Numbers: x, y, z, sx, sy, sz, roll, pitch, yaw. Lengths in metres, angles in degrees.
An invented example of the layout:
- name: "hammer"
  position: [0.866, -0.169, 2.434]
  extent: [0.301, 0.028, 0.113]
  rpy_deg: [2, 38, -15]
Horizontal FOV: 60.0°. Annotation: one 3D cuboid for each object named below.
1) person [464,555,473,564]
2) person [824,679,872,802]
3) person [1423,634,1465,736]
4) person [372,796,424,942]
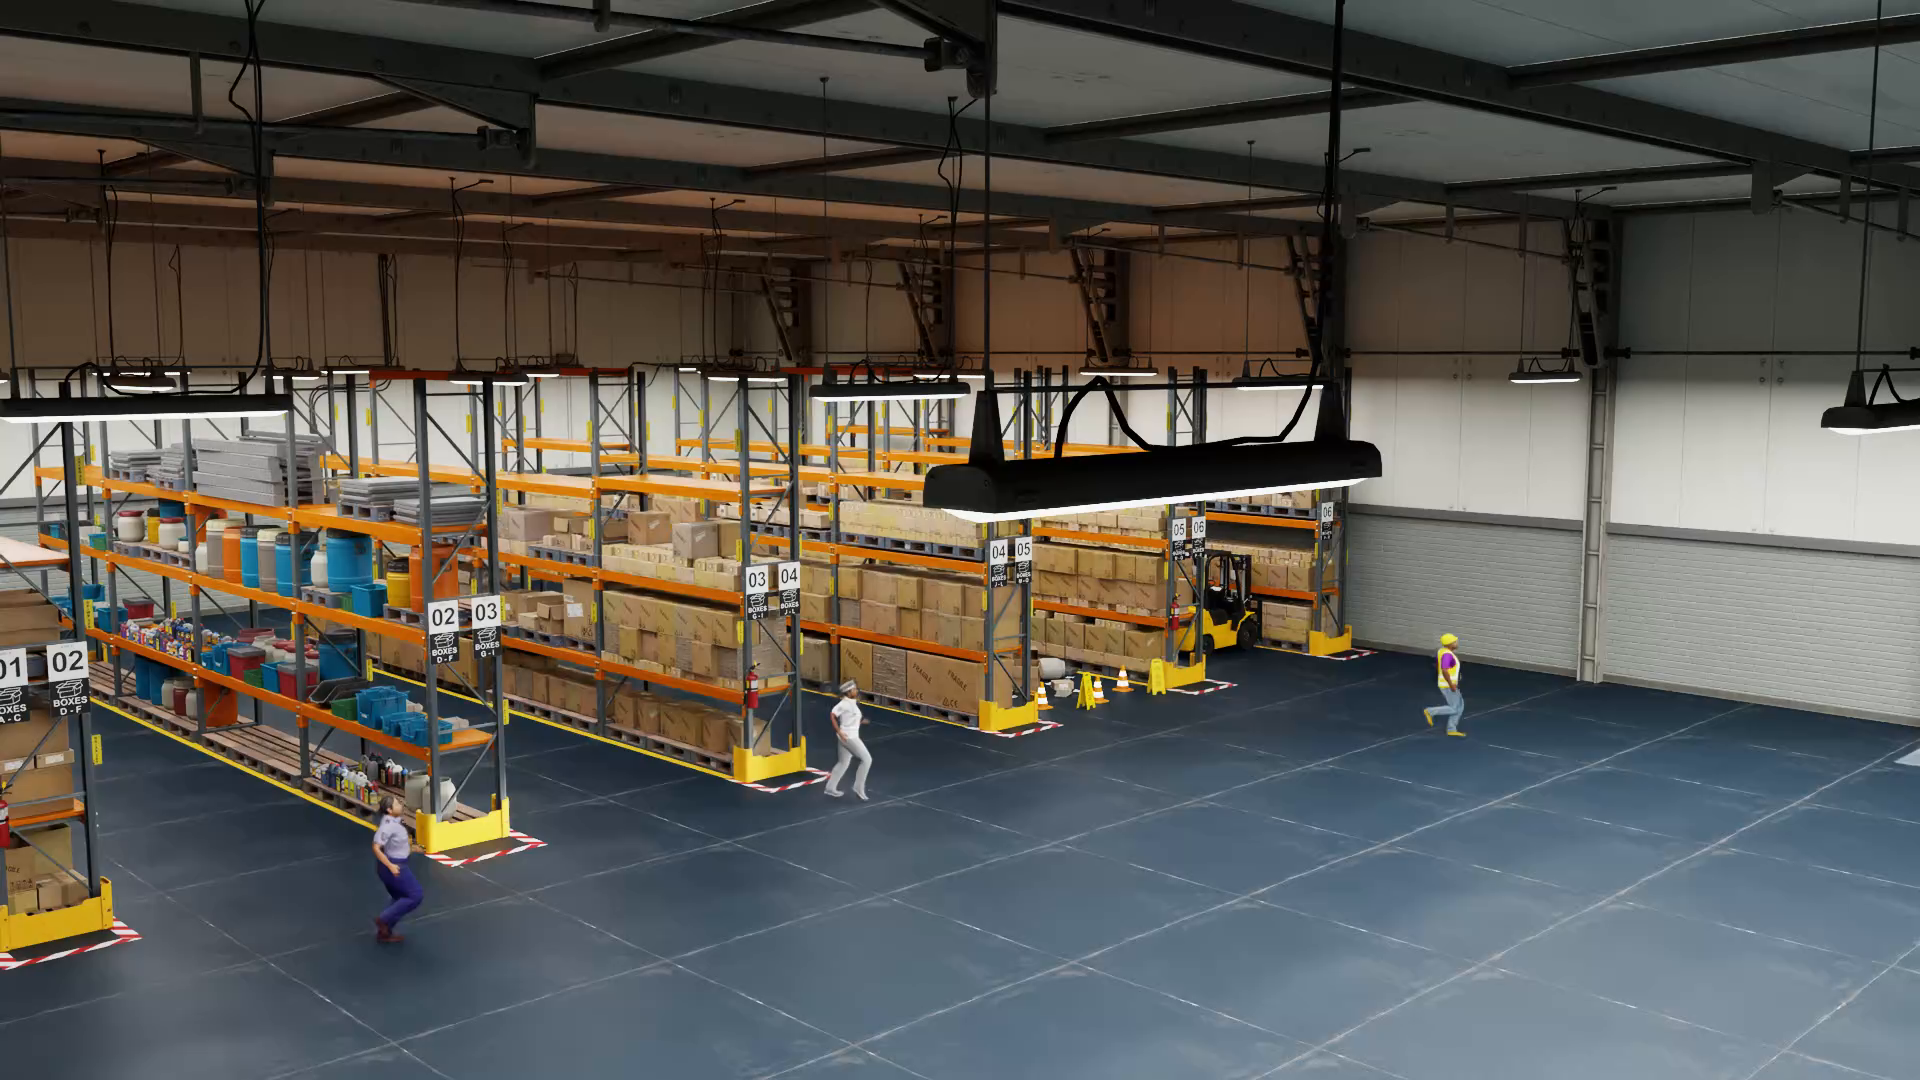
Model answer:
- name: "person"
  position: [-11.678, 1.101, 39.379]
  extent: [0.617, 1.625, 0.533]
  rpy_deg: [1, 7, 8]
- name: "person"
  position: [-1.604, 2.838, 23.625]
  extent: [0.682, 1.719, 0.576]
  rpy_deg: [-1, 6, -7]
- name: "person"
  position: [8.015, 2.396, 27.463]
  extent: [0.702, 1.713, 0.701]
  rpy_deg: [1, 7, 10]
- name: "person"
  position: [-6.028, 3.527, 17.842]
  extent: [0.536, 1.606, 0.603]
  rpy_deg: [-3, 7, -21]
